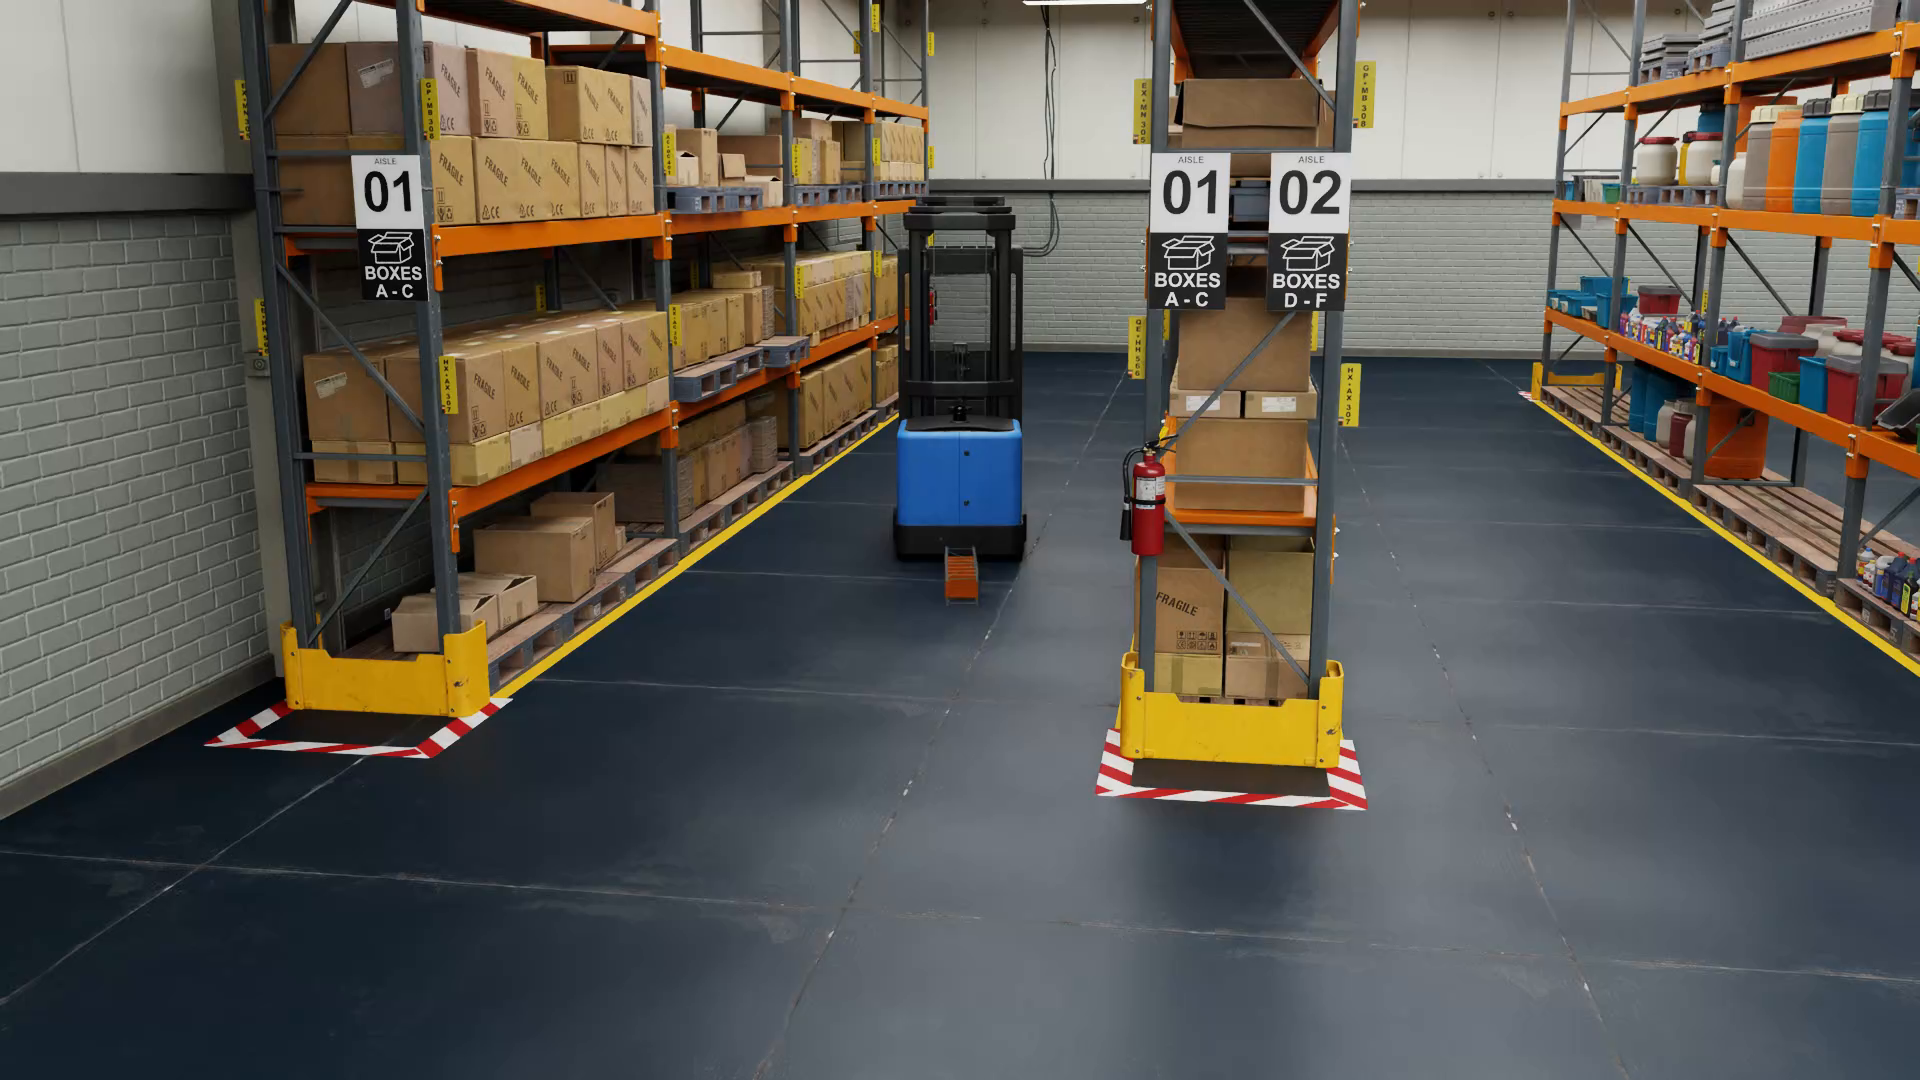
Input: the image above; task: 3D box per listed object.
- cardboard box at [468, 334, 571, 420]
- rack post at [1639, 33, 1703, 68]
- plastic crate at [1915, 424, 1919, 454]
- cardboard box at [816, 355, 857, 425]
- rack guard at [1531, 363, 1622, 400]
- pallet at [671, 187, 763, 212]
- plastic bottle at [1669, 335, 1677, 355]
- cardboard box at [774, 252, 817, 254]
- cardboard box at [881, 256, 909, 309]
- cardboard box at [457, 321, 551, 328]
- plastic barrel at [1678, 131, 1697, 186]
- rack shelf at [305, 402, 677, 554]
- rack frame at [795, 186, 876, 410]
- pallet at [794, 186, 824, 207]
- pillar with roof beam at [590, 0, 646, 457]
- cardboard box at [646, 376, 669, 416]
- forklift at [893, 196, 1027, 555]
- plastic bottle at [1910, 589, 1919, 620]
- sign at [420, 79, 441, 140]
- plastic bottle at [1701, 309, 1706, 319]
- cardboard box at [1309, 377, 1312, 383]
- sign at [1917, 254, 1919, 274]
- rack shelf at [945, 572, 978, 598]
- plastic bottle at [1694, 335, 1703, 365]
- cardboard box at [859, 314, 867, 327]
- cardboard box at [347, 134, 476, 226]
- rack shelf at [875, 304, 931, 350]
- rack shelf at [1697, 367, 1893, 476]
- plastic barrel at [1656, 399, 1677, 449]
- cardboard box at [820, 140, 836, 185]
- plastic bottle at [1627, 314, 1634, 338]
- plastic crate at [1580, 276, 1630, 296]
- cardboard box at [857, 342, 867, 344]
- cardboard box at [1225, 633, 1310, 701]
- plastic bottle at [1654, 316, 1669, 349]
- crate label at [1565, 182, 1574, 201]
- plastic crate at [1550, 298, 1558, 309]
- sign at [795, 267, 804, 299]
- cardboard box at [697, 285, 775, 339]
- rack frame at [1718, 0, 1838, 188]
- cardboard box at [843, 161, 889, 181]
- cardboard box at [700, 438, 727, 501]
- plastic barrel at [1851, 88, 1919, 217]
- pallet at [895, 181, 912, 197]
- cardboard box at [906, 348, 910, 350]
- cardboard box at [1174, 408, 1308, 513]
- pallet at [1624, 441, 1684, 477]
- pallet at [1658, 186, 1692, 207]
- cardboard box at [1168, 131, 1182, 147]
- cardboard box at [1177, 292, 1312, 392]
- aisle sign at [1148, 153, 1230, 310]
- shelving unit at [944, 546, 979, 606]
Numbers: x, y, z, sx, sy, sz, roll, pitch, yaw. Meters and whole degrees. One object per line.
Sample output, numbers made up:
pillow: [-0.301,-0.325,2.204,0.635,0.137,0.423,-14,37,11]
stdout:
cardboard box: [-2.882,-1.071,10.872,0.500,0.500,0.500,1,12,7]
rack post: [8.051,-5.367,18.216,0.937,0.300,0.954,2,12,8]
plastic crate: [6.493,-0.603,10.676,0.450,0.188,0.662,2,12,9]
cardboard box: [-1.683,-1.796,19.815,0.750,0.750,0.750,2,12,10]
rack guard: [8.817,-2.262,23.802,1.175,0.500,0.348,2,12,9]
pallet: [-2.452,-3.017,14.698,1.213,0.211,1.003,2,12,9]
plastic bottle: [7.413,-2.027,17.251,0.097,0.201,0.097,0,12,0]
cardboard box: [-1.980,-3.341,20.104,0.500,0.250,0.500,2,12,9]
cardboard box: [-1.132,-3.688,23.772,0.980,0.700,0.700,2,12,8]
cardboard box: [-3.252,-1.302,11.944,0.500,0.500,0.500,2,12,10]
plastic barrel: [8.271,-4.213,18.357,0.600,0.588,0.600,0,12,0]
rack shelf: [-3.116,-0.533,11.555,1.077,0.370,4.000,2,12,9]
rack frame: [-1.578,-2.967,21.139,1.000,3.000,0.127,2,12,9]
pallet: [-2.146,-3.644,17.609,1.213,0.211,1.003,2,12,11]
pillar with roof beam: [1.006,-4.685,14.870,9.100,9.000,0.400,2,12,9]
cardboard box: [-2.582,-1.129,12.922,0.500,0.250,0.500,2,12,9]
forklift: [0.003,-1.564,14.795,1.130,2.935,3.031,0,12,0]
plastic bottle: [6.351,0.425,11.001,0.097,0.201,0.097,0,12,0]
sign: [-2.887,-2.345,9.058,0.100,0.325,0.005,2,12,9]
plastic bottle: [8.393,-2.420,18.718,0.144,0.351,0.185,2,12,9]
cardboard box: [1.823,-0.857,9.571,0.380,0.149,0.250,2,12,9]
sign: [13.173,-3.799,22.758,0.100,0.325,0.005,2,12,9]
rack shelf: [0.013,0.336,12.476,0.258,0.180,0.103,0,12,-1]
plastic bottle: [7.237,-1.854,16.253,0.061,0.283,0.133,2,12,9]
cardboard box: [-1.366,-2.721,20.547,0.380,0.149,0.250,2,12,10]
cardboard box: [-3.125,-2.055,9.505,0.500,0.500,0.500,2,12,10]
rack shelf: [-1.270,-3.031,23.147,1.077,0.370,4.000,2,12,9]
rack shelf: [7.288,-1.045,13.930,1.077,0.370,4.000,2,12,9]
plastic barrel: [7.827,-1.260,18.128,0.421,0.512,0.421,0,12,0]
cardboard box: [-1.843,-4.399,19.385,0.700,0.500,0.500,2,12,8]
plastic bottle: [7.698,-2.448,19.036,0.097,0.271,0.097,0,12,0]
plastic crate: [8.959,-3.449,23.152,0.616,0.435,0.499,2,12,9]
cardboard box: [-1.383,-2.667,23.144,0.380,0.149,0.250,2,12,8]
cardboard box: [1.774,0.726,9.537,0.500,0.250,0.500,2,12,9]
plastic bottle: [7.527,-2.223,17.805,0.144,0.351,0.185,2,12,9]
crate label: [8.365,-4.690,22.370,0.408,0.251,0.502,2,12,9]
plastic crate: [8.332,-3.274,23.048,0.250,0.136,0.298,2,12,9]
sign: [-1.655,-2.646,17.089,0.100,0.325,0.005,2,12,9]
cardboard box: [-2.255,-2.300,16.763,0.700,0.500,0.500,0,12,2]
rack frame: [7.596,-4.746,15.154,1.000,3.000,0.127,2,12,9]
cardboard box: [-1.211,-4.749,21.412,0.500,0.250,0.500,2,12,8]
cardboard box: [-2.563,-0.662,15.335,0.700,0.500,0.500,2,12,9]
plastic barrel: [6.845,-2.805,12.077,0.600,0.901,0.708,2,12,9]
pallet: [-1.252,-4.813,22.796,1.003,0.211,1.213,2,12,9]
cardboard box: [-1.048,-2.530,24.047,0.700,0.500,0.500,2,12,8]
cardboard box: [1.556,-0.455,9.245,0.700,0.500,0.500,2,12,9]
pallet: [7.866,-0.869,18.022,1.003,0.211,1.213,2,12,9]
pallet: [8.016,-3.617,17.486,1.003,0.211,1.213,2,12,9]
cardboard box: [1.388,-2.224,9.599,0.500,0.250,0.500,2,12,9]
cardboard box: [1.564,-1.100,9.160,0.700,0.500,0.500,2,12,9]
aisle sign: [1.172,-1.576,8.513,0.394,0.787,0.004,2,12,9]
shelving unit: [0.008,0.269,12.784,0.258,0.189,1.200,0,12,-1]
